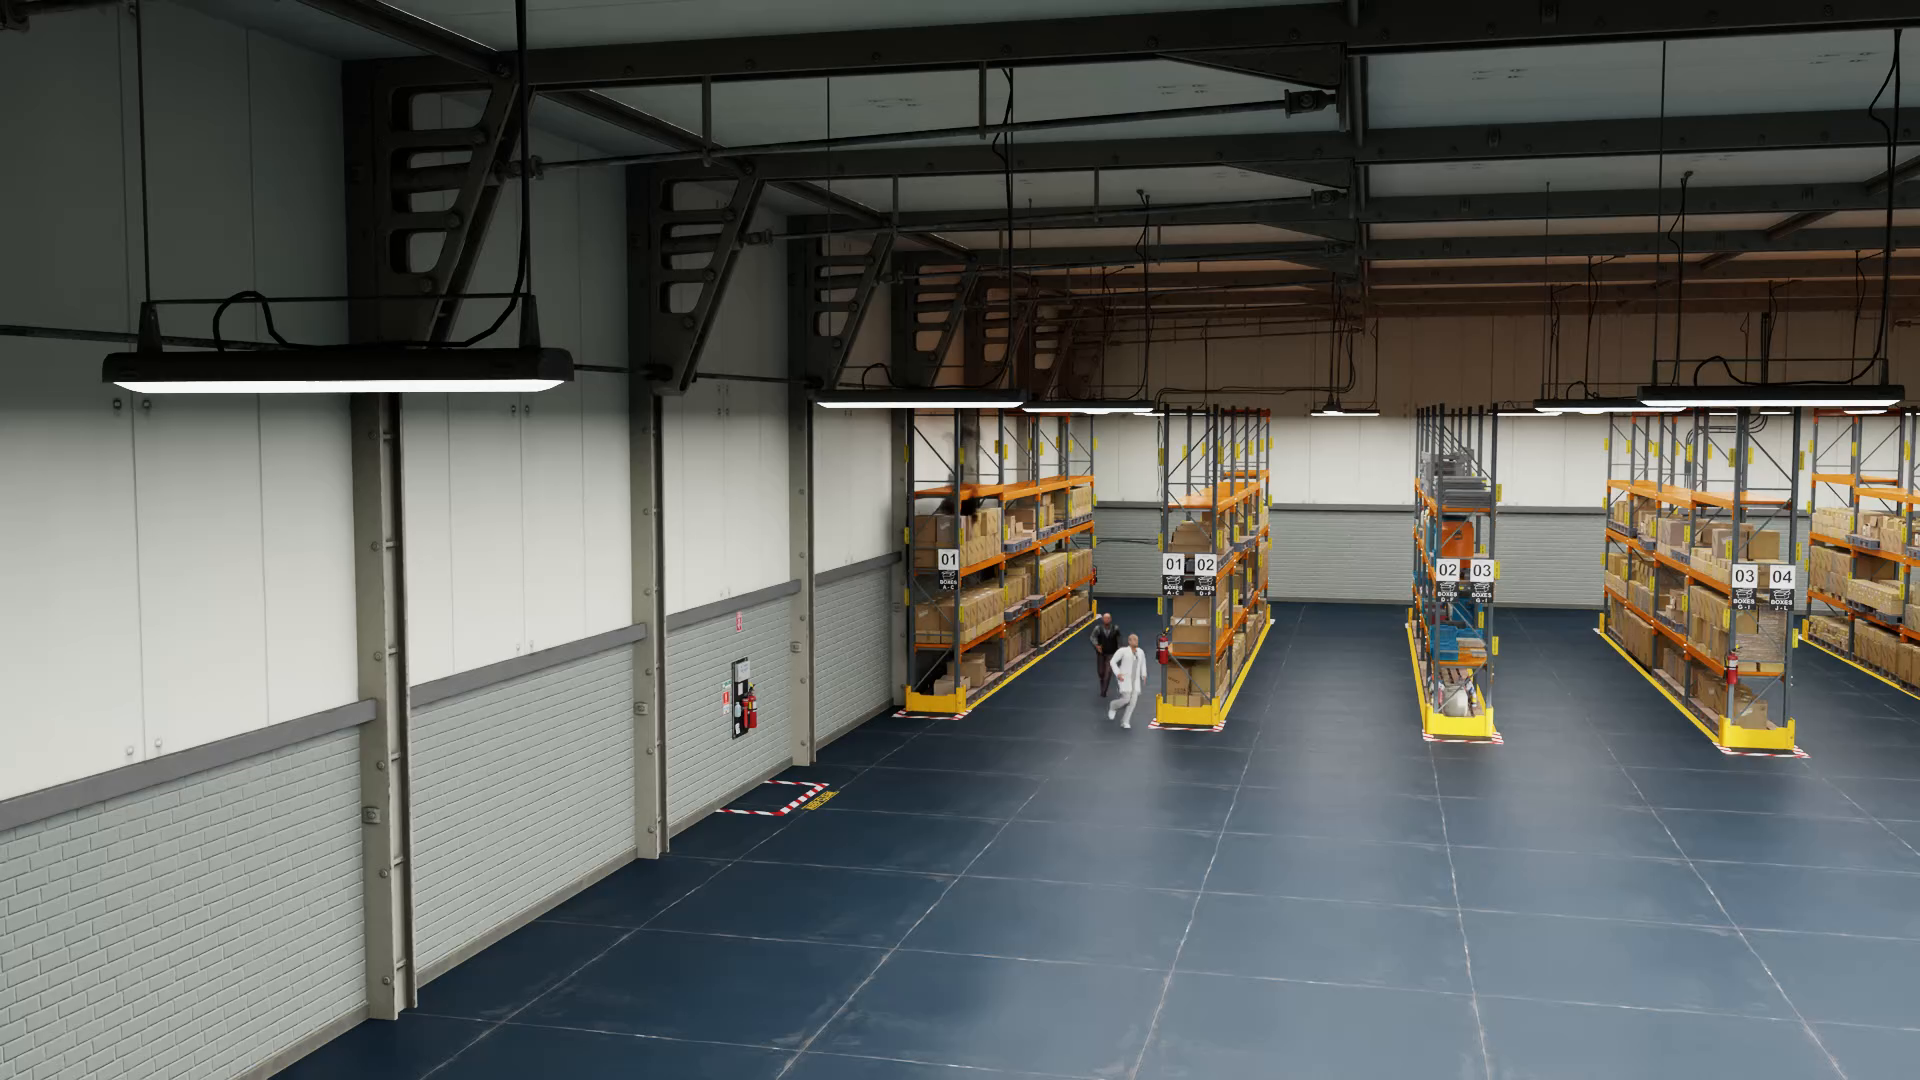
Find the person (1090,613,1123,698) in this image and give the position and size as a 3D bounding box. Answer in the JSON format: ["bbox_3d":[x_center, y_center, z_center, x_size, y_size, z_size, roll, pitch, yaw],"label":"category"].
[{"bbox_3d":[3.045,2.370,34.554,0.684,1.712,0.856,0,4,4],"label":"person"}]

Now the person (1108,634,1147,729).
[{"bbox_3d":[3.181,2.613,30.978,0.759,1.703,0.741,-2,5,-24],"label":"person"}]
